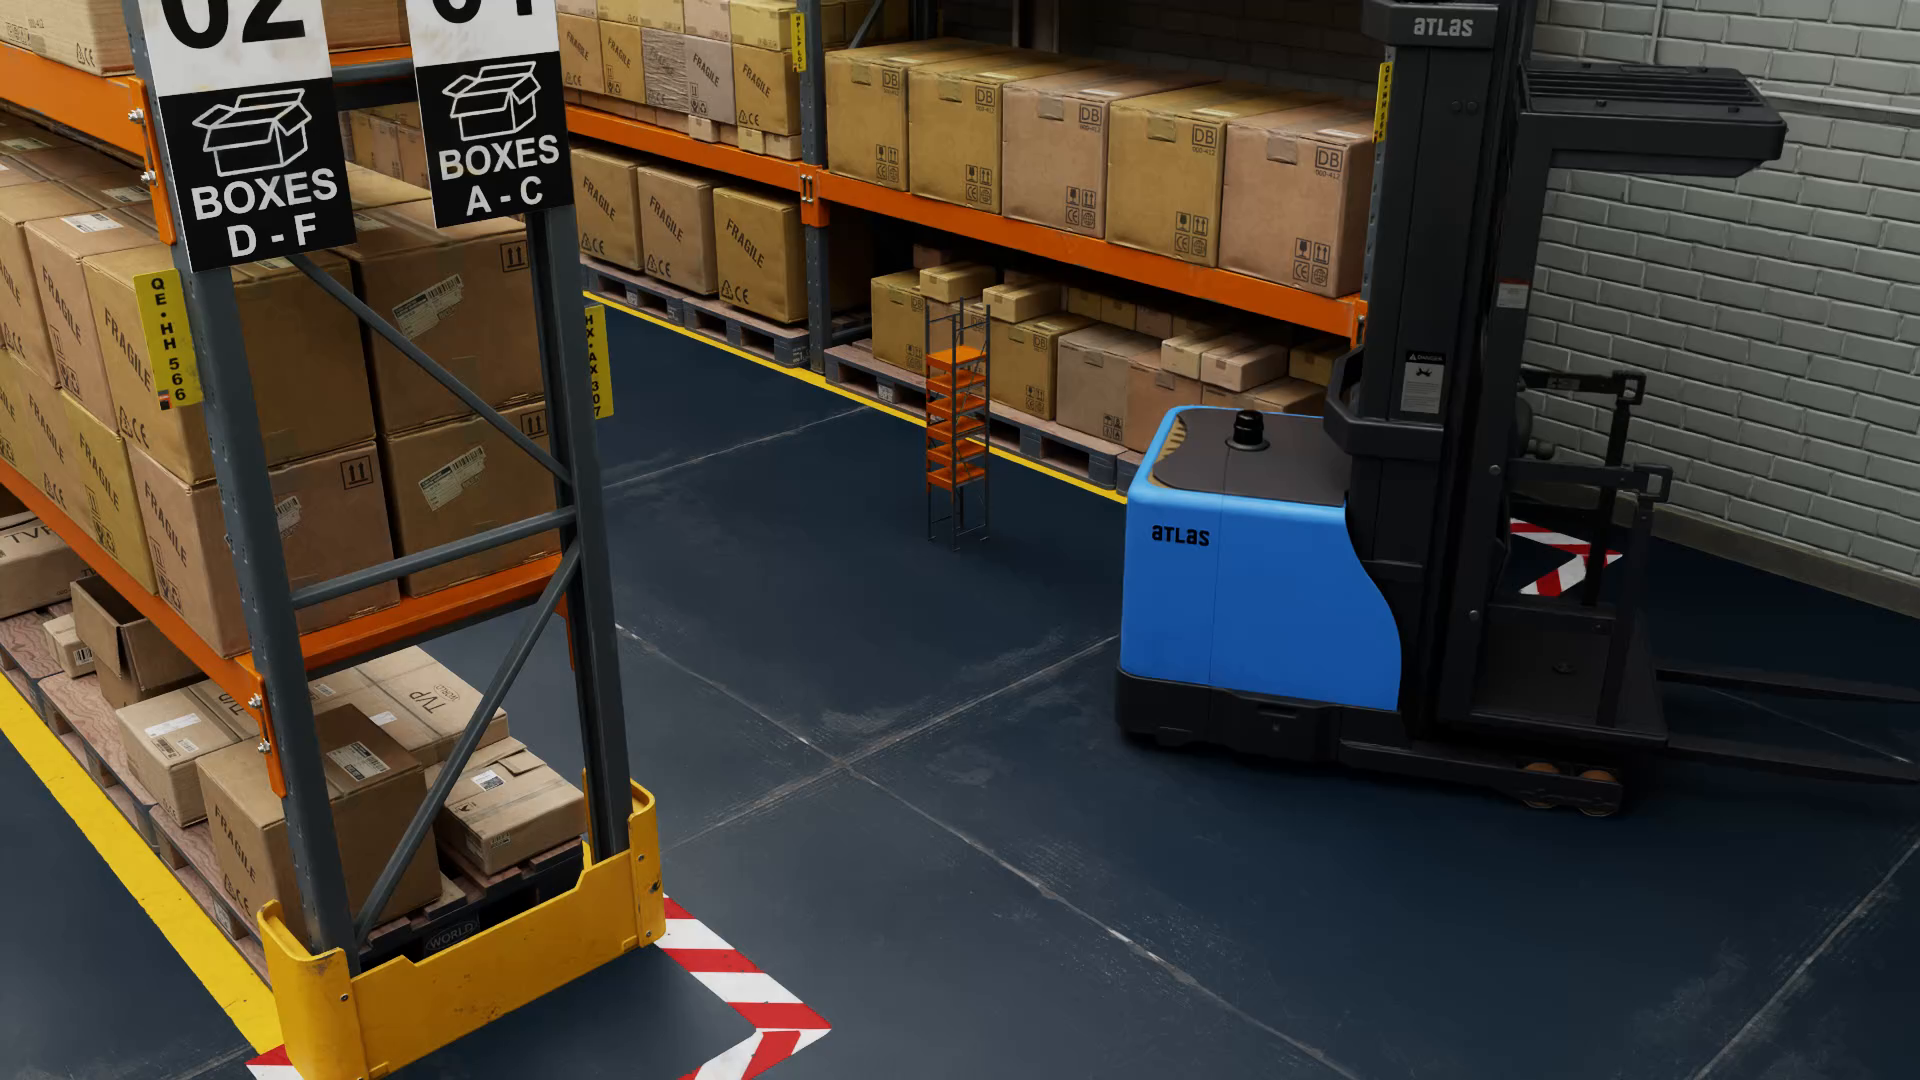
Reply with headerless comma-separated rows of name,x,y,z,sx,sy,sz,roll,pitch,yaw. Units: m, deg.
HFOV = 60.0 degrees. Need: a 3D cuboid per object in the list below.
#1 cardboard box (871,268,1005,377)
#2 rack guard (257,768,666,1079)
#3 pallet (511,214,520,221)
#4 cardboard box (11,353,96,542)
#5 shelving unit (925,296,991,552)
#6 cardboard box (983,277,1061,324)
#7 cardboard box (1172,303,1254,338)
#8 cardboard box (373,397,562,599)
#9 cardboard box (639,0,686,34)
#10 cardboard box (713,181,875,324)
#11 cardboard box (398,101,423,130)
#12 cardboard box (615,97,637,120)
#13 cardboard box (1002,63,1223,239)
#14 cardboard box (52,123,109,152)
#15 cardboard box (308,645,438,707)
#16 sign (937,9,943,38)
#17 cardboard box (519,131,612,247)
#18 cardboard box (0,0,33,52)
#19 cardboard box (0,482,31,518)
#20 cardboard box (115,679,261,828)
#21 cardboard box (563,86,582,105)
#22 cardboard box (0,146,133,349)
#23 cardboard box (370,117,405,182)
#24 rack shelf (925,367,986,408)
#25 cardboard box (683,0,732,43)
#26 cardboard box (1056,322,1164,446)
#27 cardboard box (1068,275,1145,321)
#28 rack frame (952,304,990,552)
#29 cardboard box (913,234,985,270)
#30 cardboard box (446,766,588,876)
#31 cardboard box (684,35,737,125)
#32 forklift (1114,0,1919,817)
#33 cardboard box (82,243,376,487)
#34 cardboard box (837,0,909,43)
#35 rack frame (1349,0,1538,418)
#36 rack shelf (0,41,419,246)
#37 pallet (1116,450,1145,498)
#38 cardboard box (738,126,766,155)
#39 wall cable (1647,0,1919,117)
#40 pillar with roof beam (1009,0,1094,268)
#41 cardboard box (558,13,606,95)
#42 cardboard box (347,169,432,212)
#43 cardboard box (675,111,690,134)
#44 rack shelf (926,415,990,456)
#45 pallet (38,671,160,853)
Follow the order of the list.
cardboard box,-0.112,-1.363,10.130,0.700,0.500,0.500,-21,32,-38
rack guard,-1.480,1.167,5.089,1.175,0.500,0.348,-21,32,-38
pallet,-3.815,-2.746,14.014,1.003,0.211,1.213,-21,32,-38
cardboard box,-2.627,-0.360,5.304,0.500,0.500,0.500,-21,32,-38
shelving unit,-0.010,-0.550,8.011,0.258,1.200,0.189,-21,32,-38
cardboard box,0.346,-1.345,9.308,0.380,0.149,0.250,-22,33,-40
cardboard box,1.348,-1.134,8.846,0.380,0.149,0.250,-21,32,-38
cardboard box,-1.539,-0.202,4.958,0.500,0.500,0.500,-20,32,-37
cardboard box,-1.745,-3.477,10.852,0.500,0.250,0.500,-20,32,-37
cardboard box,-1.087,-1.938,10.969,0.750,0.750,0.750,-21,32,-38
cardboard box,-4.511,-3.729,14.389,0.500,0.250,0.500,-21,32,-39
cardboard box,-2.170,-3.045,11.589,0.380,0.149,0.250,-21,32,-38
cardboard box,0.810,-2.092,8.861,0.700,0.700,0.980,22,32,39
cardboard box,-2.931,-1.272,6.100,0.500,0.500,0.500,-21,32,-38
cardboard box,-2.276,0.556,6.201,0.500,0.250,0.500,-21,32,-38
sign,-0.144,-3.153,10.409,0.100,0.325,0.005,-21,32,-38
cardboard box,-2.875,-2.730,12.705,0.750,0.750,0.750,-22,32,-39
cardboard box,-2.305,-1.479,4.444,0.500,0.250,0.500,-21,32,-38
cardboard box,-4.708,-0.290,7.753,0.500,0.500,0.500,-21,32,-39
cardboard box,-2.607,0.713,5.857,0.500,0.250,0.500,-21,32,-38
cardboard box,-2.679,-3.282,12.109,0.380,0.149,0.250,-22,32,-39
cardboard box,-2.987,-0.968,5.433,0.500,0.500,0.500,-20,31,-37
cardboard box,-4.792,-3.525,14.845,0.700,0.500,0.500,-21,32,-38
rack shelf,-0.010,-0.728,7.929,0.258,0.103,0.180,-21,32,-38
cardboard box,-1.397,-3.323,10.513,0.500,0.250,0.500,-20,31,-37
cardboard box,0.948,-0.895,9.103,0.500,0.500,0.700,23,33,40
cardboard box,0.825,-1.365,9.353,0.380,0.149,0.250,-22,32,-39
rack frame,0.053,-0.523,7.950,0.240,1.200,0.006,-21,32,-38
cardboard box,-0.066,-1.759,10.215,0.380,0.149,0.250,-21,32,-39
cardboard box,-1.463,0.926,5.512,0.380,0.149,0.250,-21,32,-38
cardboard box,-1.404,-2.975,10.655,0.500,0.500,0.500,-21,32,-38
forklift,2.181,-0.573,5.974,3.031,2.935,1.130,7,25,14
cardboard box,-1.933,-0.504,4.416,0.500,0.500,0.500,-22,32,-39
cardboard box,-0.672,-3.310,10.484,0.500,0.250,0.500,-20,31,-37
rack frame,2.186,-1.353,7.603,1.000,3.000,0.127,-21,32,-38
rack shelf,-2.795,-1.590,5.375,1.077,0.370,4.000,-21,32,-38
pallet,1.582,-0.305,8.664,1.003,0.211,1.213,-21,32,-38
cardboard box,-1.176,-2.552,10.508,0.380,0.149,0.250,-21,32,-38
wall cable,3.751,-1.696,7.130,0.084,1.984,1.851,-21,32,-38
pillar with roof beam,-2.581,-4.107,6.410,9.100,9.000,0.400,-21,32,-38
cardboard box,-2.447,-3.435,11.663,0.500,0.500,0.500,-21,32,-39
cardboard box,-1.901,-0.813,5.092,0.500,0.500,0.500,-21,32,-38
cardboard box,-1.662,-2.799,11.051,0.380,0.149,0.250,-21,32,-38
rack shelf,-0.010,-0.510,8.029,0.258,0.103,0.180,-21,32,-38
pallet,-2.855,0.688,6.488,1.003,0.211,1.213,-21,32,-38
